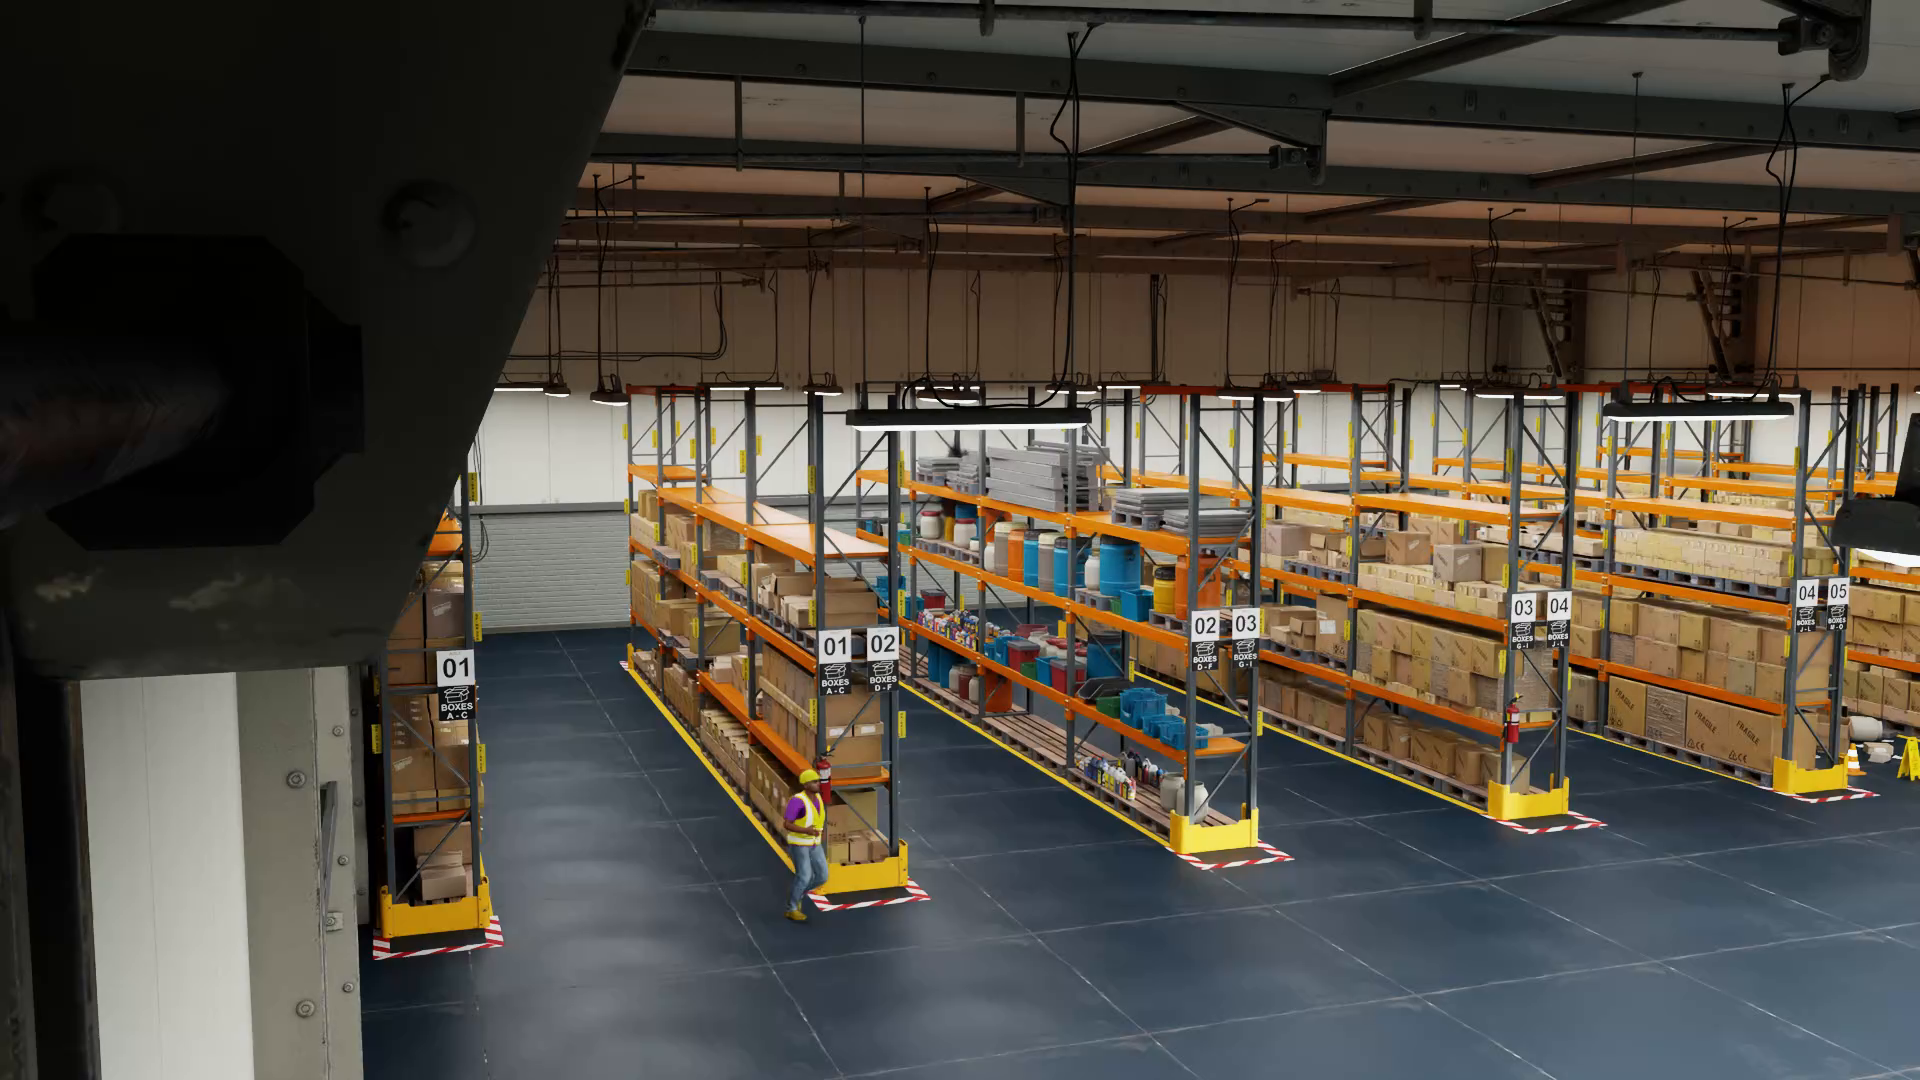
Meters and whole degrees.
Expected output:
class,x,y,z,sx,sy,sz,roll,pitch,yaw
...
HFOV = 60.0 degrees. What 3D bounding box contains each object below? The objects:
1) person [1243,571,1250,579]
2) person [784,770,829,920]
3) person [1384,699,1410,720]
class,x,y,z,sx,sy,sz,roll,pitch,yaw
person,7.109,1.205,41.395,0.552,1.698,0.774,1,6,11
person,-1.722,3.498,19.174,0.595,1.710,0.708,4,7,34
person,7.909,2.420,30.136,0.620,1.607,0.824,-3,7,-26
